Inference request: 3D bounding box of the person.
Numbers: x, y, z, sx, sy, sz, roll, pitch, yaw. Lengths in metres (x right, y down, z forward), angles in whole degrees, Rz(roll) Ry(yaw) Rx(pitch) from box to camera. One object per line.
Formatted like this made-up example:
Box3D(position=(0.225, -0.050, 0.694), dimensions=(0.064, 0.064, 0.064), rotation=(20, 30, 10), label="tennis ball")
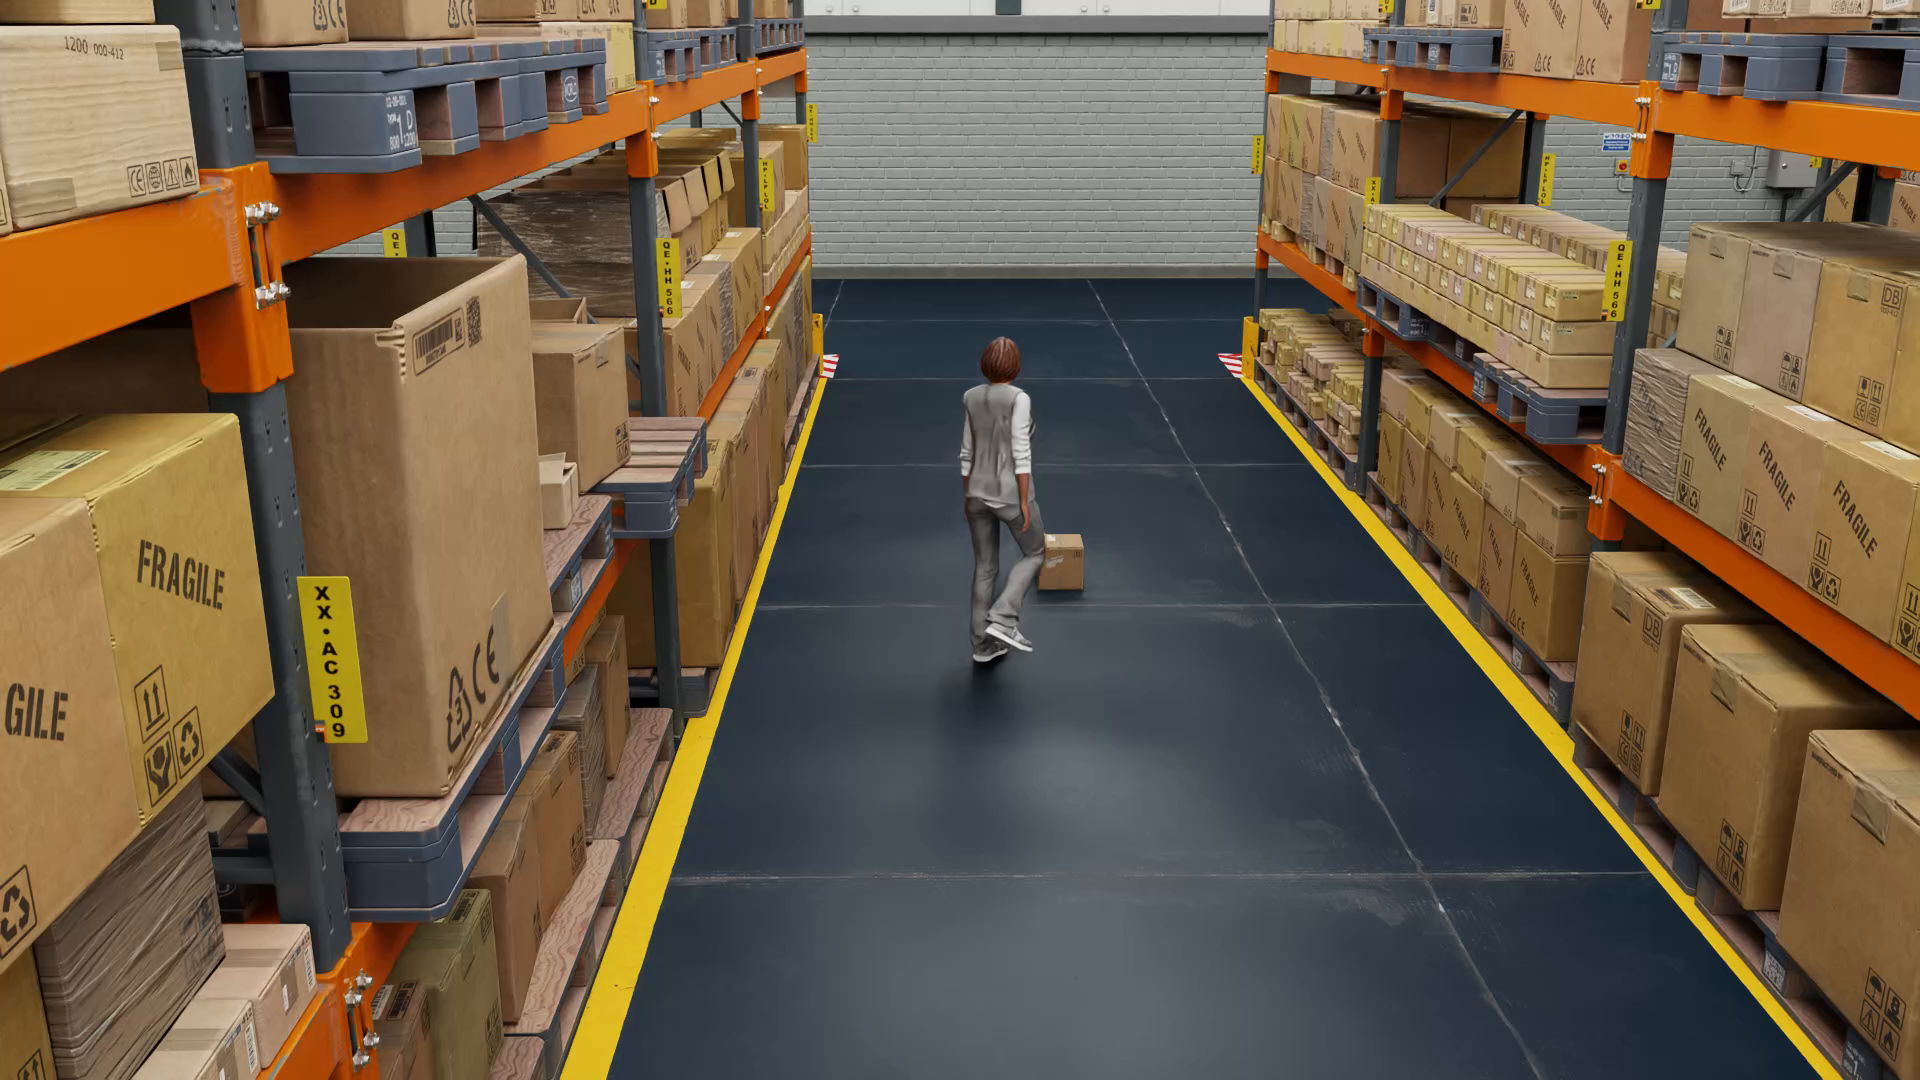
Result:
Box3D(position=(0.182, -0.188, 8.121), dimensions=(0.451, 1.587, 0.428), rotation=(11, 20, 31), label="person")
